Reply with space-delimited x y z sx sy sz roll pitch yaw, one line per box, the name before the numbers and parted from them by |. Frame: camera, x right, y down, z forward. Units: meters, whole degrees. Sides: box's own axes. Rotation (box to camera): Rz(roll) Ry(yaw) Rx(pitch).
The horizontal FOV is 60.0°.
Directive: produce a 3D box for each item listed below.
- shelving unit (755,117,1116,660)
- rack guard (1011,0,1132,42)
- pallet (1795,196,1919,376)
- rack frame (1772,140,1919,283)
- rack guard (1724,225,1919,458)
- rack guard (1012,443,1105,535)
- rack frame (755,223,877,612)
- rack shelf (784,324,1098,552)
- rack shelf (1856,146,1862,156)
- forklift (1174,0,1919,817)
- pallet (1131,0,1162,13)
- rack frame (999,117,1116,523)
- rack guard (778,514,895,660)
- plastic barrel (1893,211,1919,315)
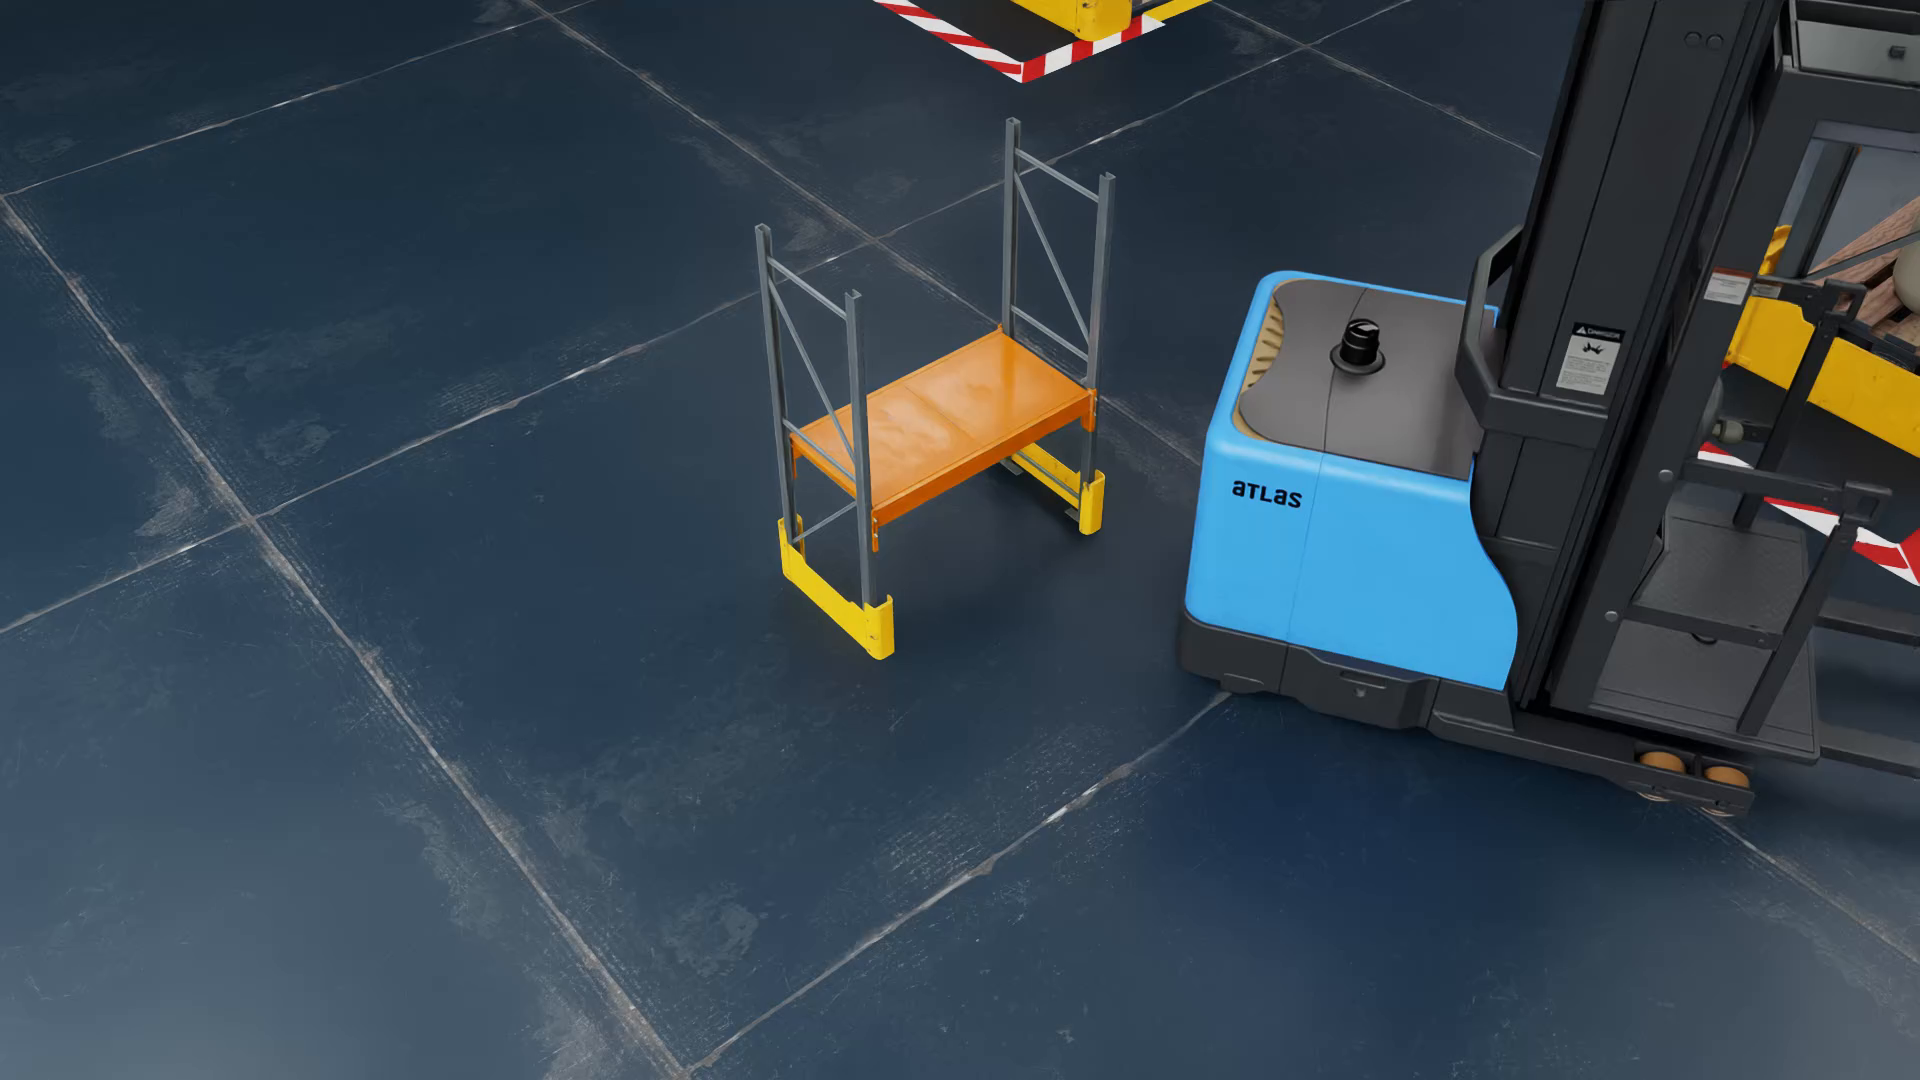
shelving unit | -0.058 -0.513 5.701 1.083 1.500 0.587 -30 51 -28
rack guard | 0.476 -3.298 9.397 0.348 0.500 1.175 -30 51 -28
pallet | 4.324 -1.013 7.174 1.213 0.211 1.003 -30 51 -28
rack frame | 3.669 -1.617 5.781 0.127 3.000 1.000 -30 51 -28
rack guard | 3.697 -0.764 6.698 0.348 0.500 1.175 -30 51 -28
rack guard | 0.324 -0.276 6.362 0.087 0.250 0.587 -30 51 -28
rack frame | -0.455 -0.286 5.459 0.032 1.500 0.500 -30 51 -28
rack shelf | -0.065 -0.378 5.820 1.000 0.185 0.538 -30 51 -28
rack shelf | 5.203 -2.233 6.963 4.000 0.370 1.077 -30 51 -28
forklift | 2.314 -0.597 4.745 3.031 2.935 1.130 13 45 13
pallet | 1.054 -3.561 9.888 1.213 0.211 1.003 -30 51 -28
rack frame | 0.324 -0.733 5.934 0.032 1.500 0.500 -30 51 -28
rack guard | -0.440 0.161 5.896 0.087 0.250 0.587 -30 51 -28
plastic barrel | 4.125 -1.193 6.839 0.421 0.512 0.421 0 43 0
